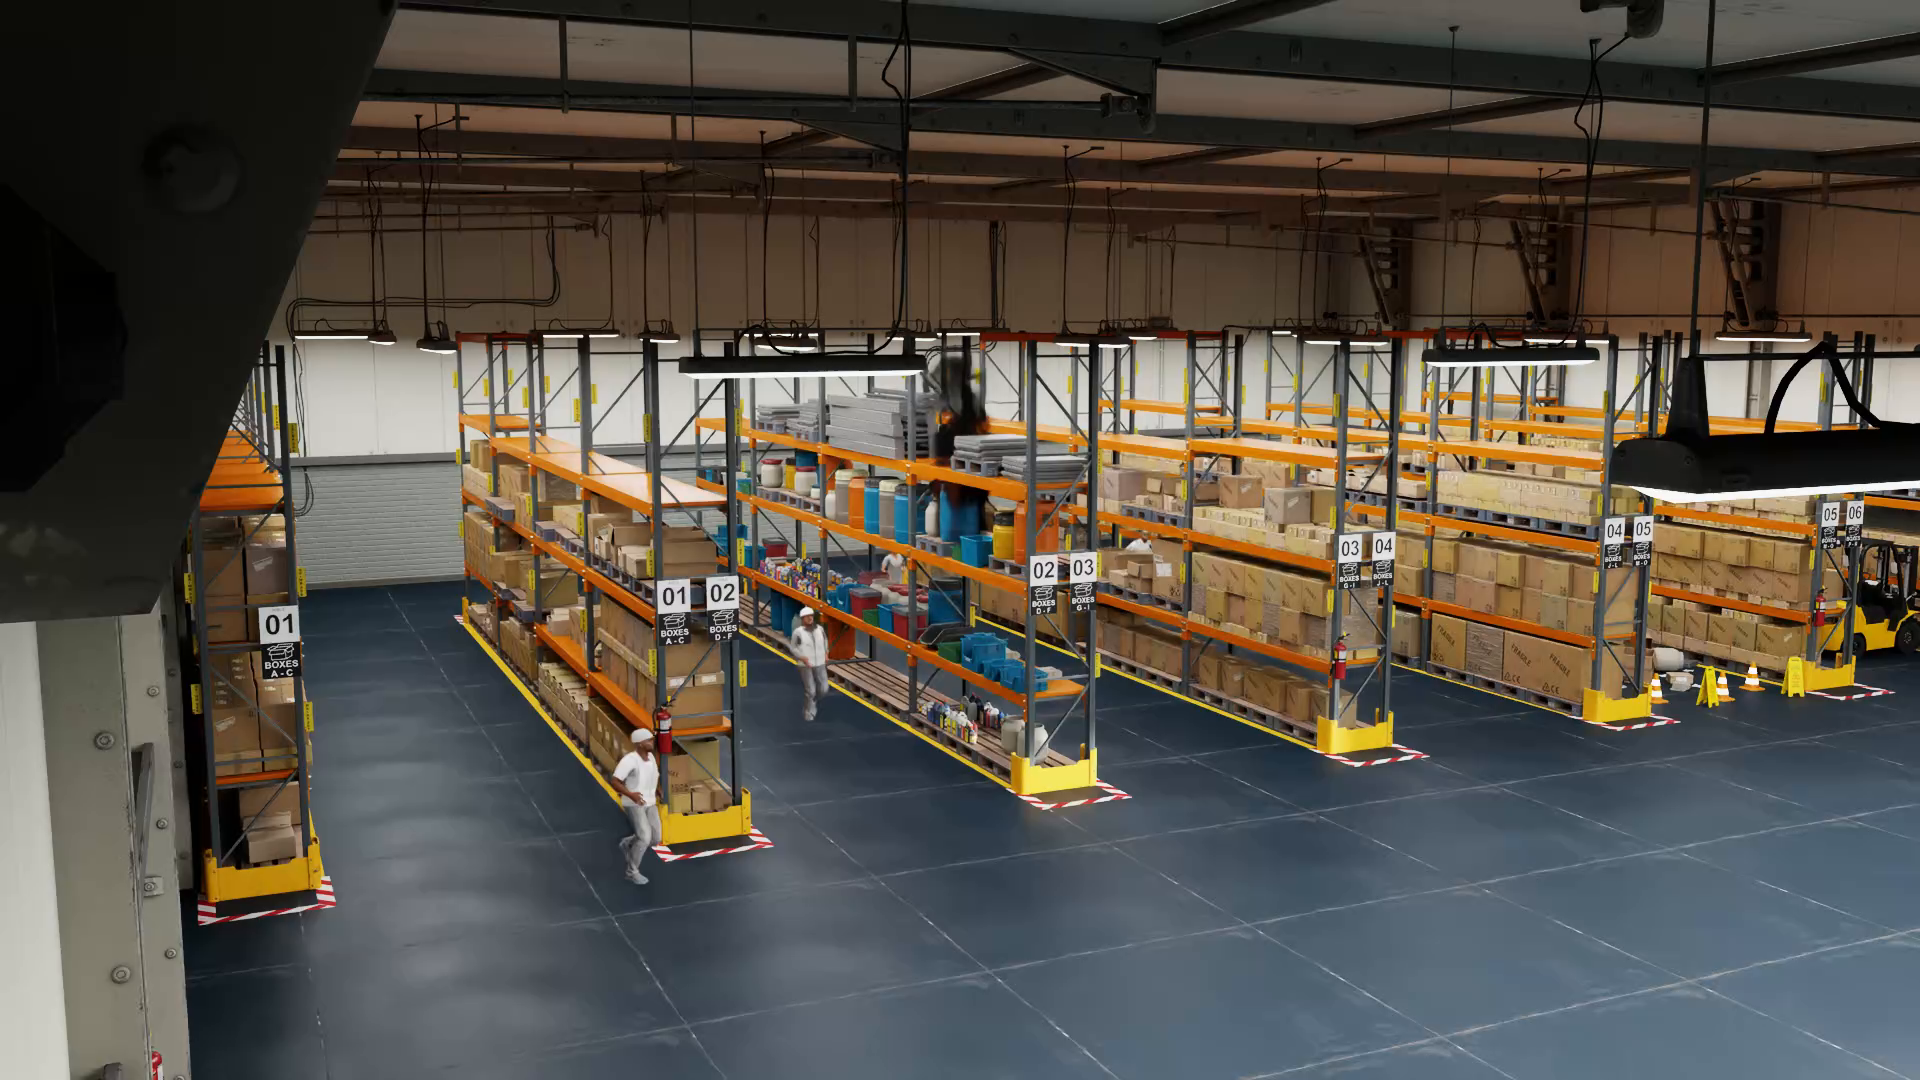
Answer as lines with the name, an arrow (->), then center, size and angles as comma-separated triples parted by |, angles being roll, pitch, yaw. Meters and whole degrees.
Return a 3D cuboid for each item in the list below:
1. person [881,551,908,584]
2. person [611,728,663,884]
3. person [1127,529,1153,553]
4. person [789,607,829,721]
person -> -1.373, 0.858, 34.683 | 0.585, 1.646, 0.594 | -4, 9, -30
person -> -3.654, 2.973, 18.870 | 0.580, 1.688, 0.711 | 4, 9, 27
person -> 4.009, 0.580, 36.291 | 0.648, 1.728, 0.674 | -4, 9, -27
person -> -2.217, 1.837, 24.954 | 0.671, 1.674, 0.512 | -4, 9, -29
